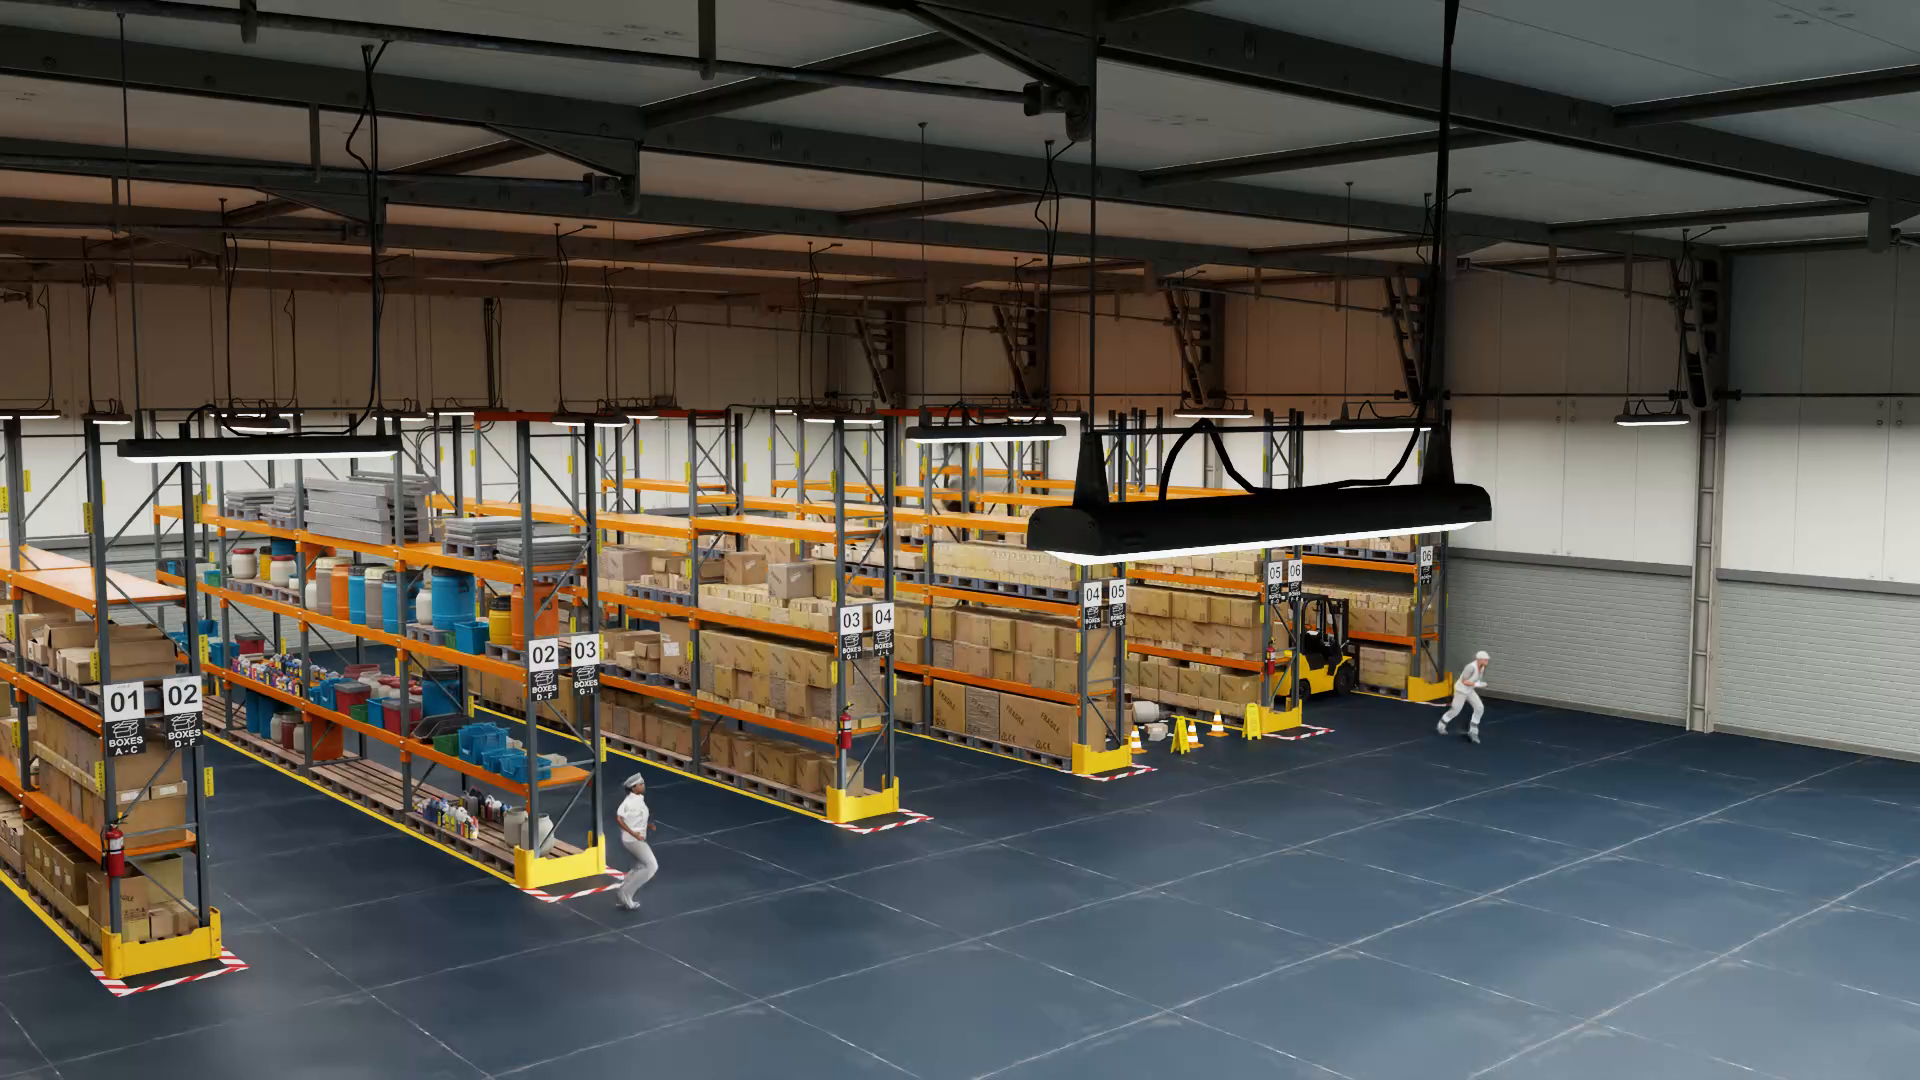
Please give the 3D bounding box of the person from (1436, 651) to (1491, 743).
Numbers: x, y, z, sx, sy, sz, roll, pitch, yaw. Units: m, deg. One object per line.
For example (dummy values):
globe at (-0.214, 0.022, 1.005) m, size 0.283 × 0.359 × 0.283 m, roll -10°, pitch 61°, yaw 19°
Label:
person at (9.230, 2.848, 30.453) m, size 1.028 × 1.722 × 0.707 m, roll 5°, pitch 7°, yaw 44°

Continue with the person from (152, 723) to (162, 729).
person at (-12.653, 3.200, 25.927) m, size 0.909 × 1.694 × 0.553 m, roll 4°, pitch 6°, yaw 36°

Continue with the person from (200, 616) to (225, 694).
person at (-15.836, 2.433, 34.828) m, size 0.810 × 1.777 × 0.743 m, roll -3°, pitch 6°, yaw -29°

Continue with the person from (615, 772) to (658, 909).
person at (-3.985, 3.692, 20.515) m, size 0.528 × 1.658 × 0.613 m, roll 0°, pitch 5°, yaw -4°
